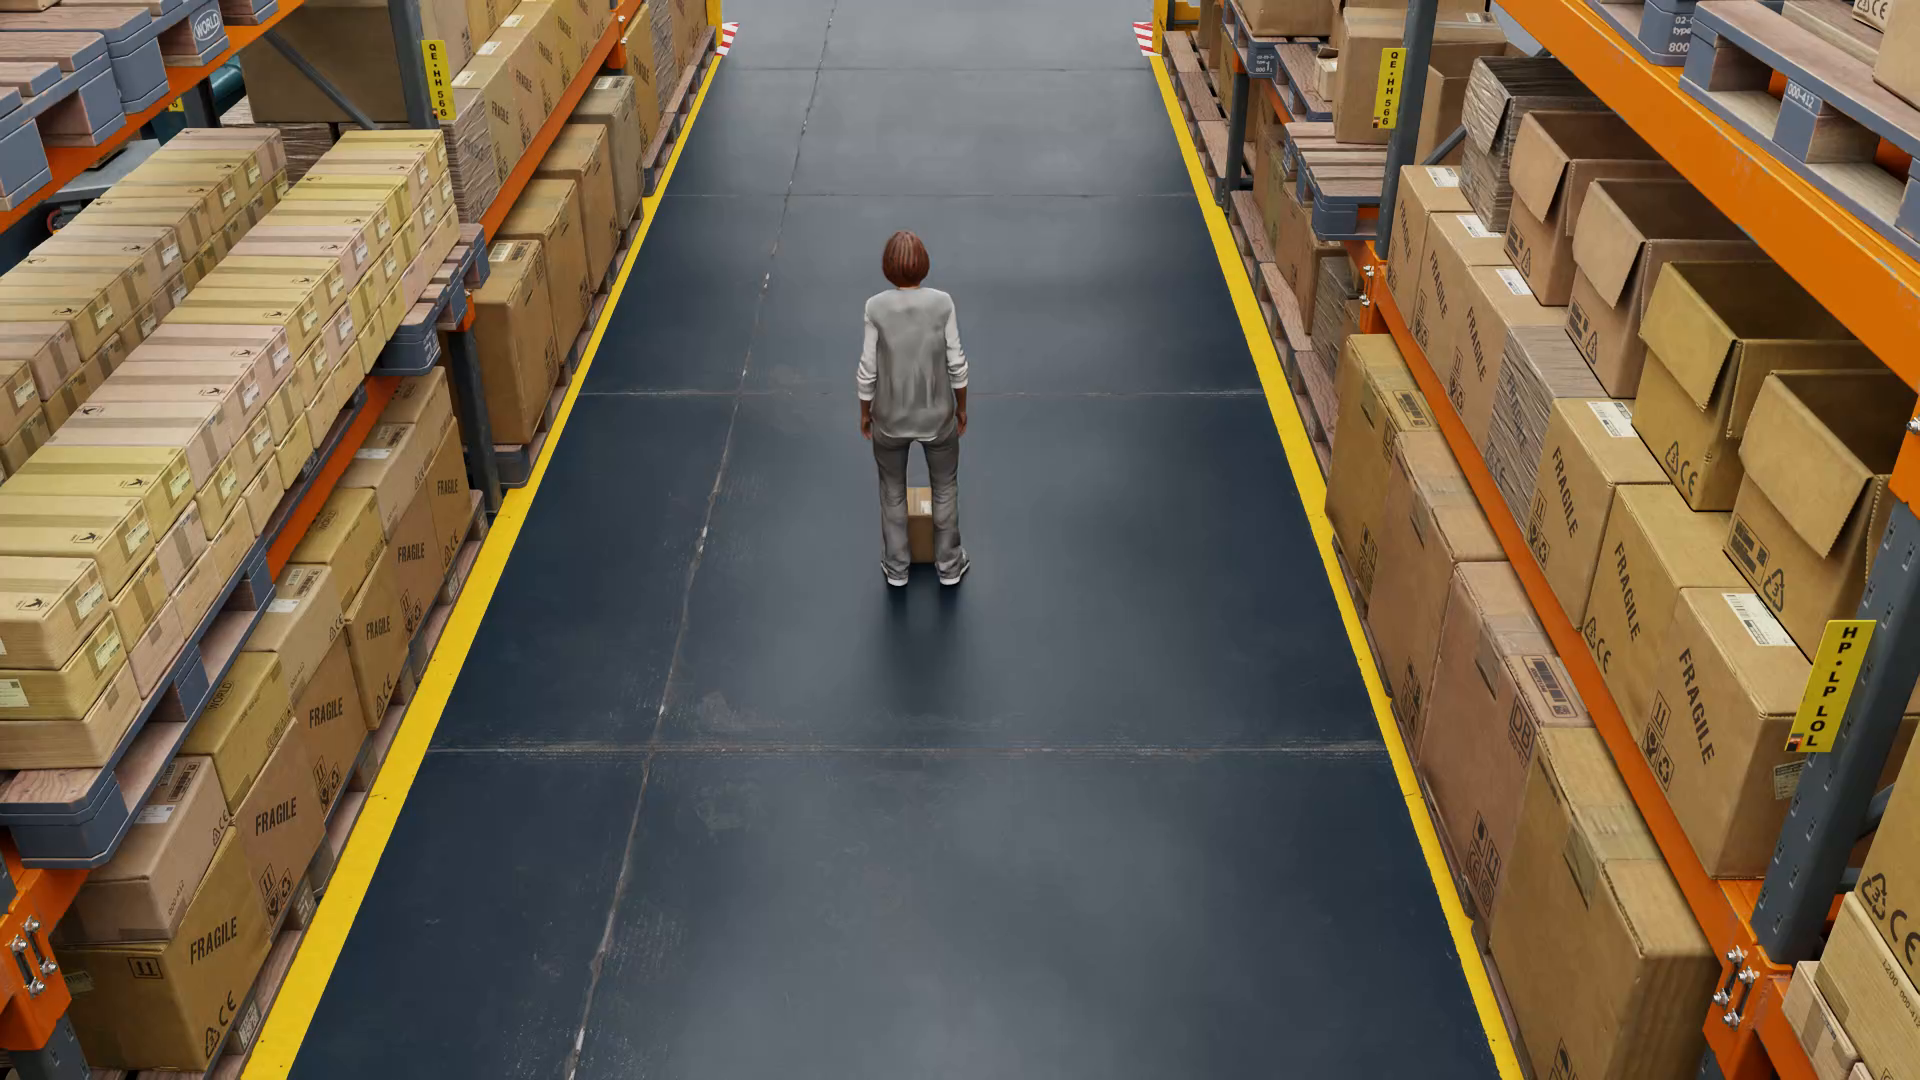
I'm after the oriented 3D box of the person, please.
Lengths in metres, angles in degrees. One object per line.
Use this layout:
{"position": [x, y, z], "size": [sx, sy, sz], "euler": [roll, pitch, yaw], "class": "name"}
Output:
{"position": [-0.186, -0.512, 6.968], "size": [0.465, 1.590, 0.346], "euler": [-2, 32, -3], "class": "person"}
